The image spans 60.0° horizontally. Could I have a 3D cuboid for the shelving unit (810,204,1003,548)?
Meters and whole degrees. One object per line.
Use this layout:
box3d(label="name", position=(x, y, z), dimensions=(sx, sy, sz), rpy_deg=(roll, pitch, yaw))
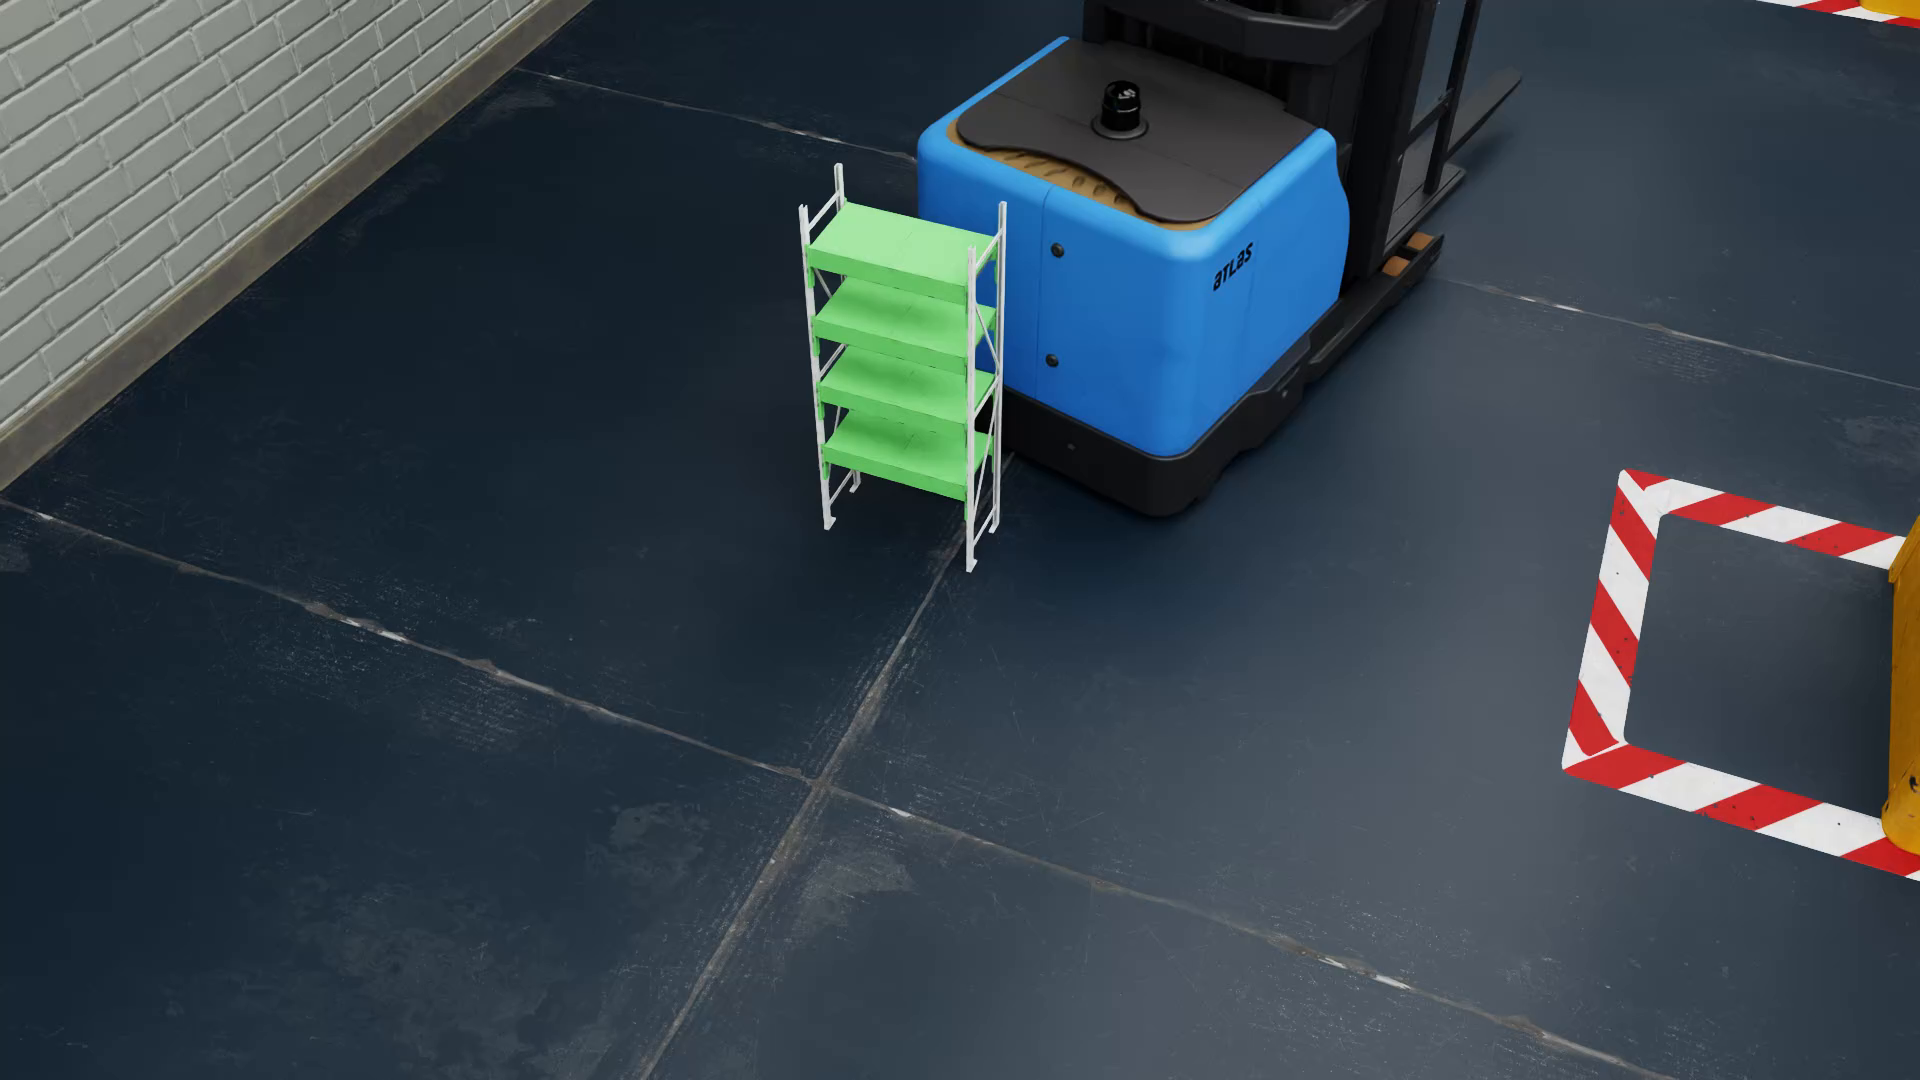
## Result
box3d(label="shelving unit", position=(-0.149, -0.469, 4.871), dimensions=(0.487, 1.046, 0.258), rpy_deg=(16, 47, 16))

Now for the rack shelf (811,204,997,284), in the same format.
box3d(label="rack shelf", position=(-0.153, -0.803, 4.541), dimensions=(0.457, 0.021, 0.221), rpy_deg=(16, 47, 16))

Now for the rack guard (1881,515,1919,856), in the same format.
box3d(label="rack guard", position=(2.841, 0.299, 4.595), dimensions=(0.348, 0.500, 1.175), rpy_deg=(16, 47, 16))

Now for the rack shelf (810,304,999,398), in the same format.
box3d(label="rack shelf", position=(-0.153, -0.595, 4.748), dimensions=(0.480, 0.148, 0.258), rpy_deg=(16, 47, 16))

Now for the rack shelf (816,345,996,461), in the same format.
box3d(label="rack shelf", position=(-0.153, -0.425, 4.917), dimensions=(0.480, 0.148, 0.258), rpy_deg=(16, 47, 16))

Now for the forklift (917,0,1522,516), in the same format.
box3d(label="forklift", position=(1.146, -2.106, 5.288), dimensions=(1.130, 2.935, 3.031), rpy_deg=(28, 51, 25))

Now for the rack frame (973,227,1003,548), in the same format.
box3d(label="rack frame", position=(0.073, -0.405, 4.806), dimensions=(0.006, 1.046, 0.228), rpy_deg=(16, 47, 16))
